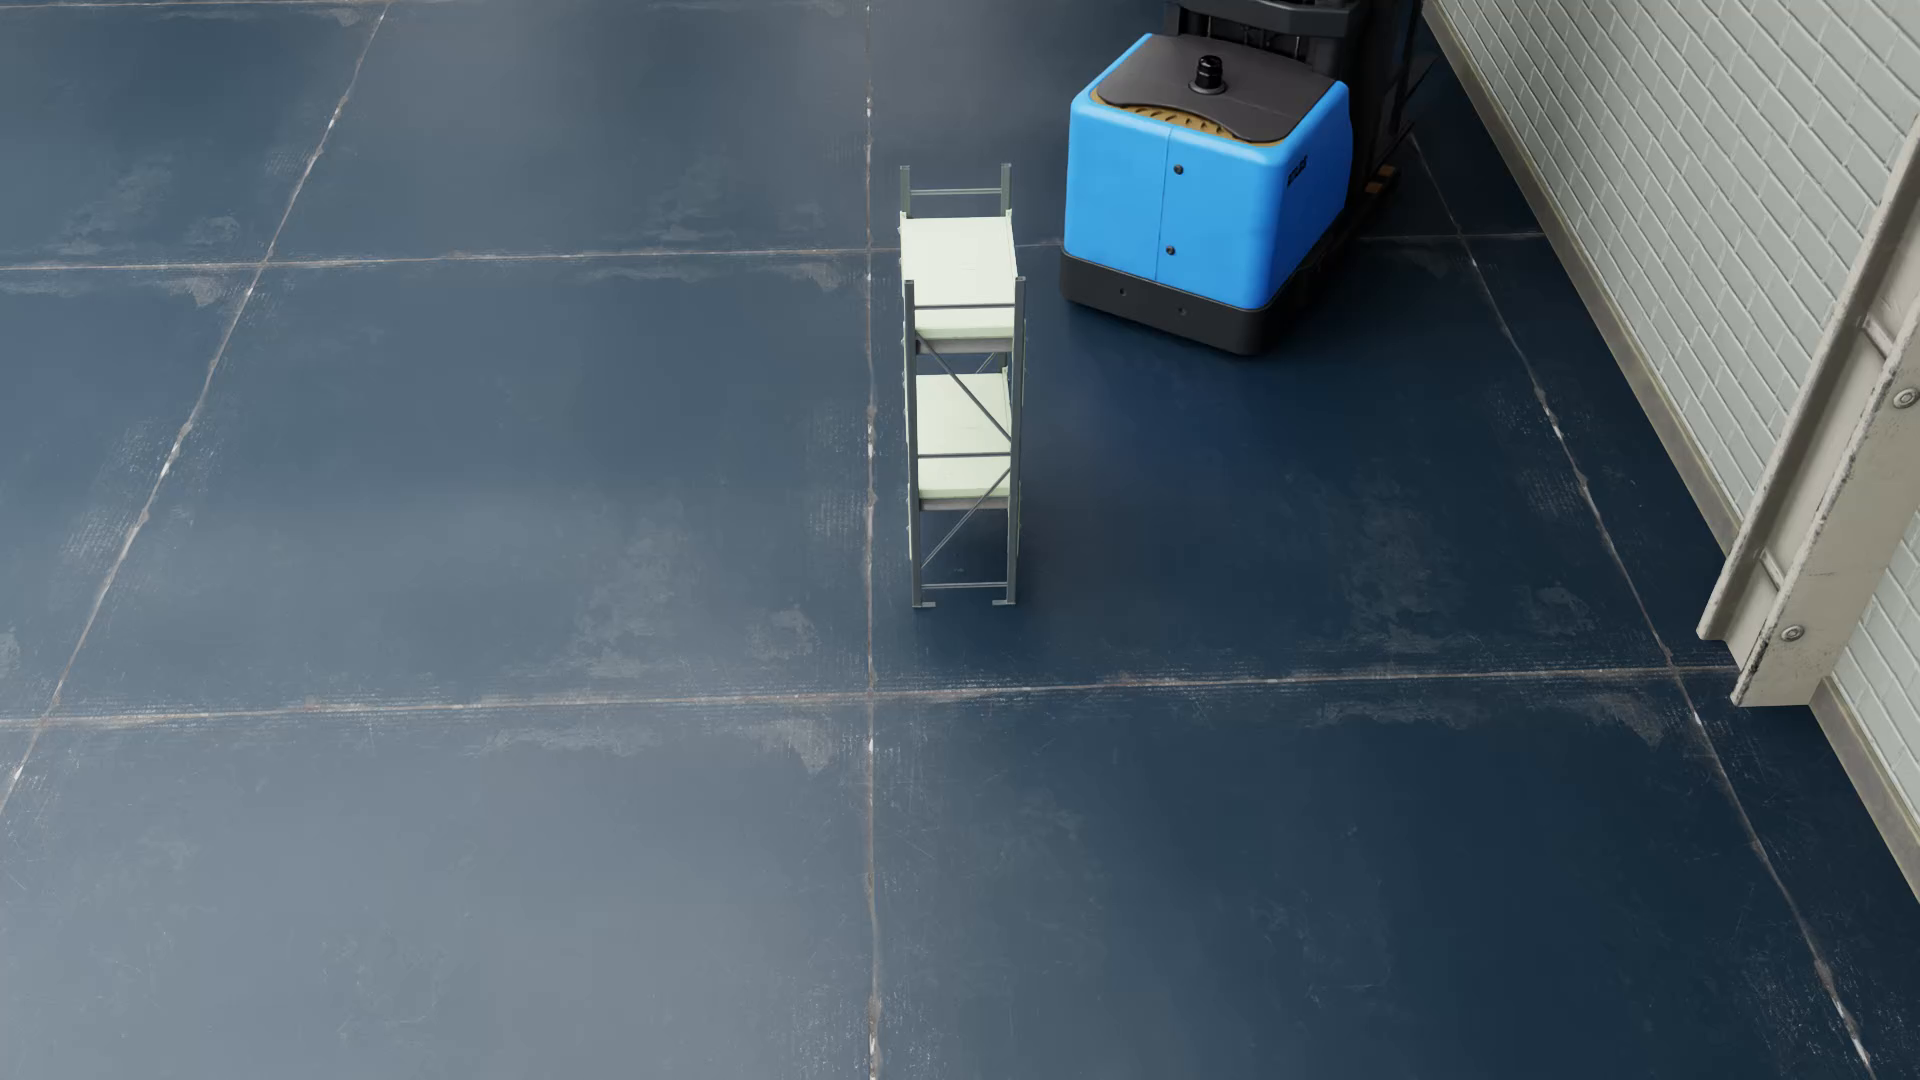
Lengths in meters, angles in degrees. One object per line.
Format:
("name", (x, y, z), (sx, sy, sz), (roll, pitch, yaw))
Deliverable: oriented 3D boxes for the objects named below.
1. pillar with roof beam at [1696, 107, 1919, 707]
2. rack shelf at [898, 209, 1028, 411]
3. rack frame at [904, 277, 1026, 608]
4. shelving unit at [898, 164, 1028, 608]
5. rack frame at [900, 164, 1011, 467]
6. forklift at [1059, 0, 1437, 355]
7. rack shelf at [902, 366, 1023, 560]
("pillar with roof beam", (-1.318, -2.723, 3.061), (9.100, 9.000, 0.400), (-2, 43, -2))
("rack shelf", (0.000, -0.836, 5.975), (0.431, 0.370, 0.720), (-2, 43, -2))
("rack frame", (0.016, -0.301, 5.969), (0.400, 1.500, 0.023), (-2, 43, -2))
("shelving unit", (0.000, -0.548, 6.238), (0.431, 1.500, 0.755), (-2, 43, -2))
("rack frame", (-0.015, -0.795, 6.508), (0.400, 1.500, 0.023), (-2, 43, -2))
("forklift", (1.649, -2.905, 7.750), (1.130, 2.935, 3.031), (22, 47, 22))
("rack shelf", (0.000, -0.308, 6.459), (0.431, 0.370, 0.720), (-2, 43, -2))
